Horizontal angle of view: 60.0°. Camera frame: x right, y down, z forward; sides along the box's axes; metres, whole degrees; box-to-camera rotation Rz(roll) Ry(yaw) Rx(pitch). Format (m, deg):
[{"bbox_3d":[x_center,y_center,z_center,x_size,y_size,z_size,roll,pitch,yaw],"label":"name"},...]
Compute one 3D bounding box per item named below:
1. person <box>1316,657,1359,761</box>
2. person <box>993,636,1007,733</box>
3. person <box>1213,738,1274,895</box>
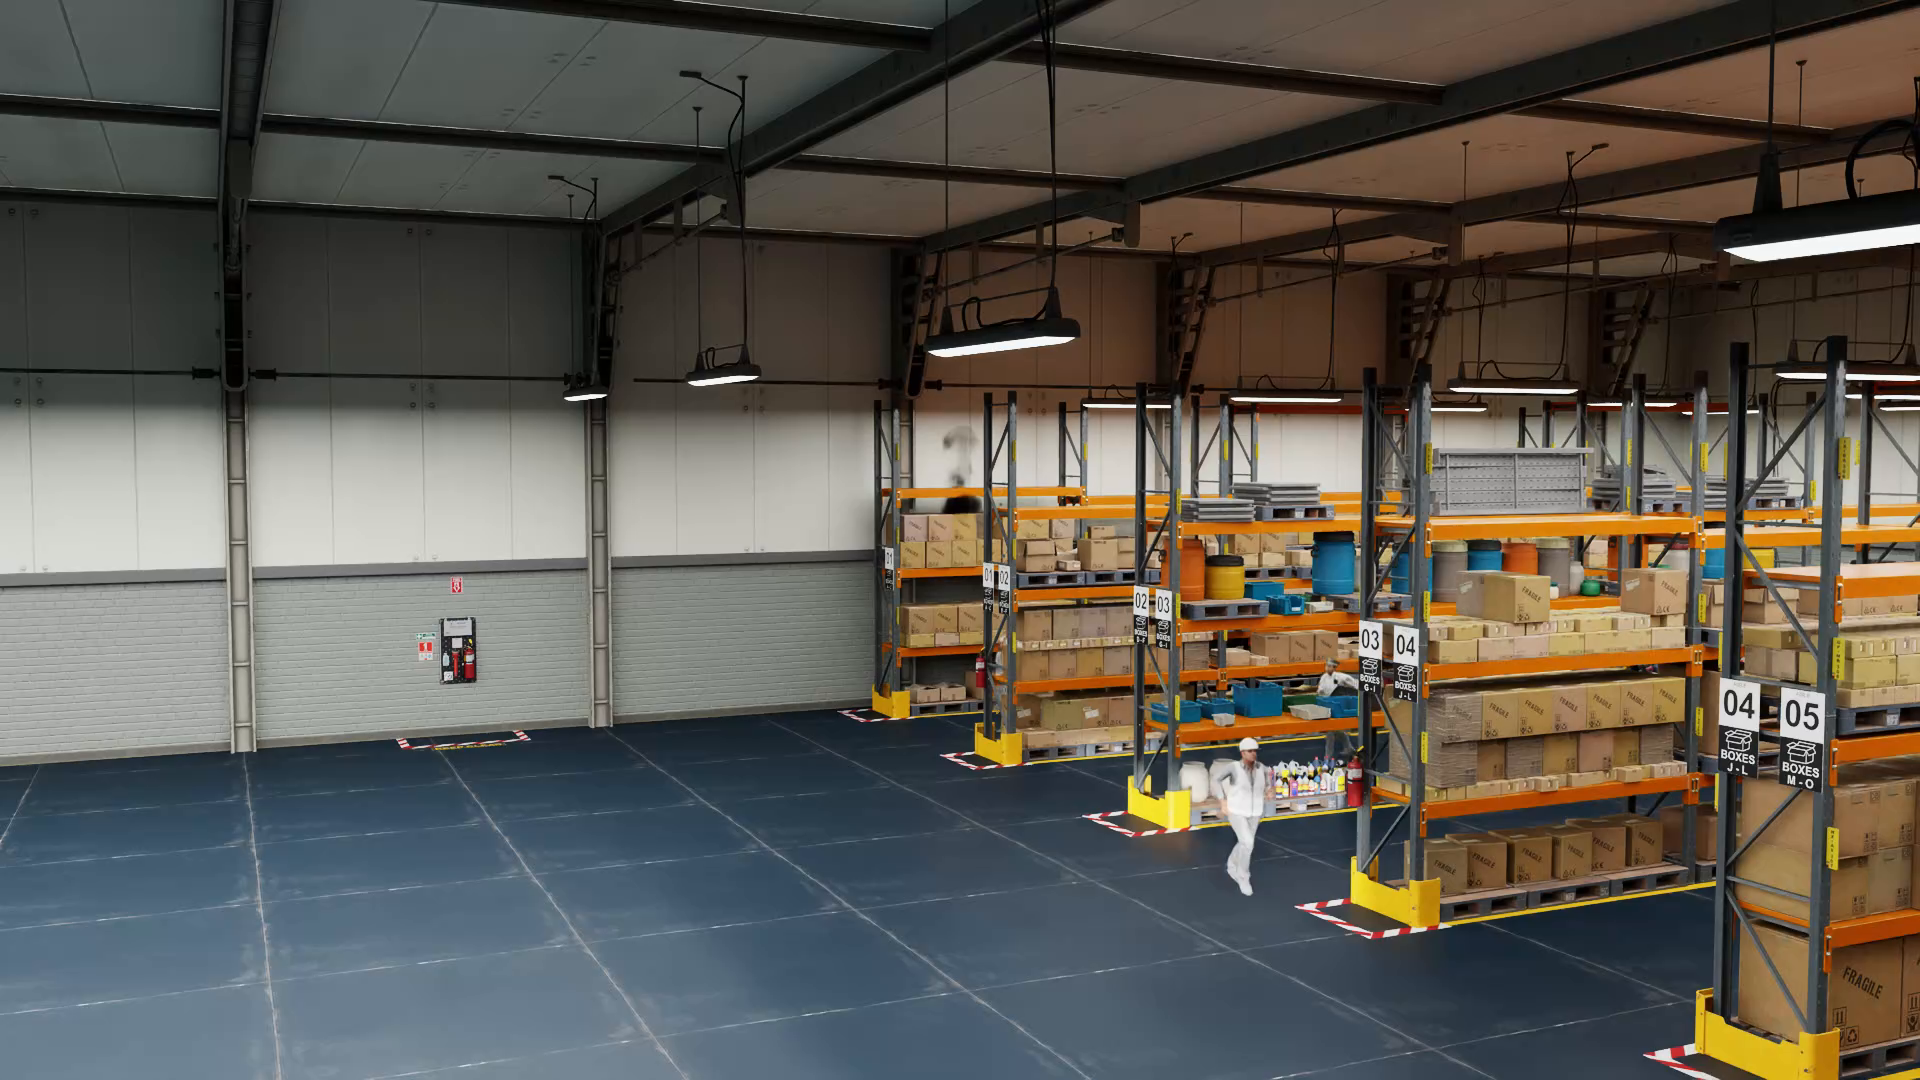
[{"bbox_3d":[6.141,2.749,27.118,0.811,1.709,0.639,-2,4,-37],"label":"person"},{"bbox_3d":[0.841,2.573,29.640,0.647,1.745,0.695,-2,4,-36],"label":"person"},{"bbox_3d":[3.306,3.177,19.289,0.650,1.801,0.847,-1,4,-21],"label":"person"}]
